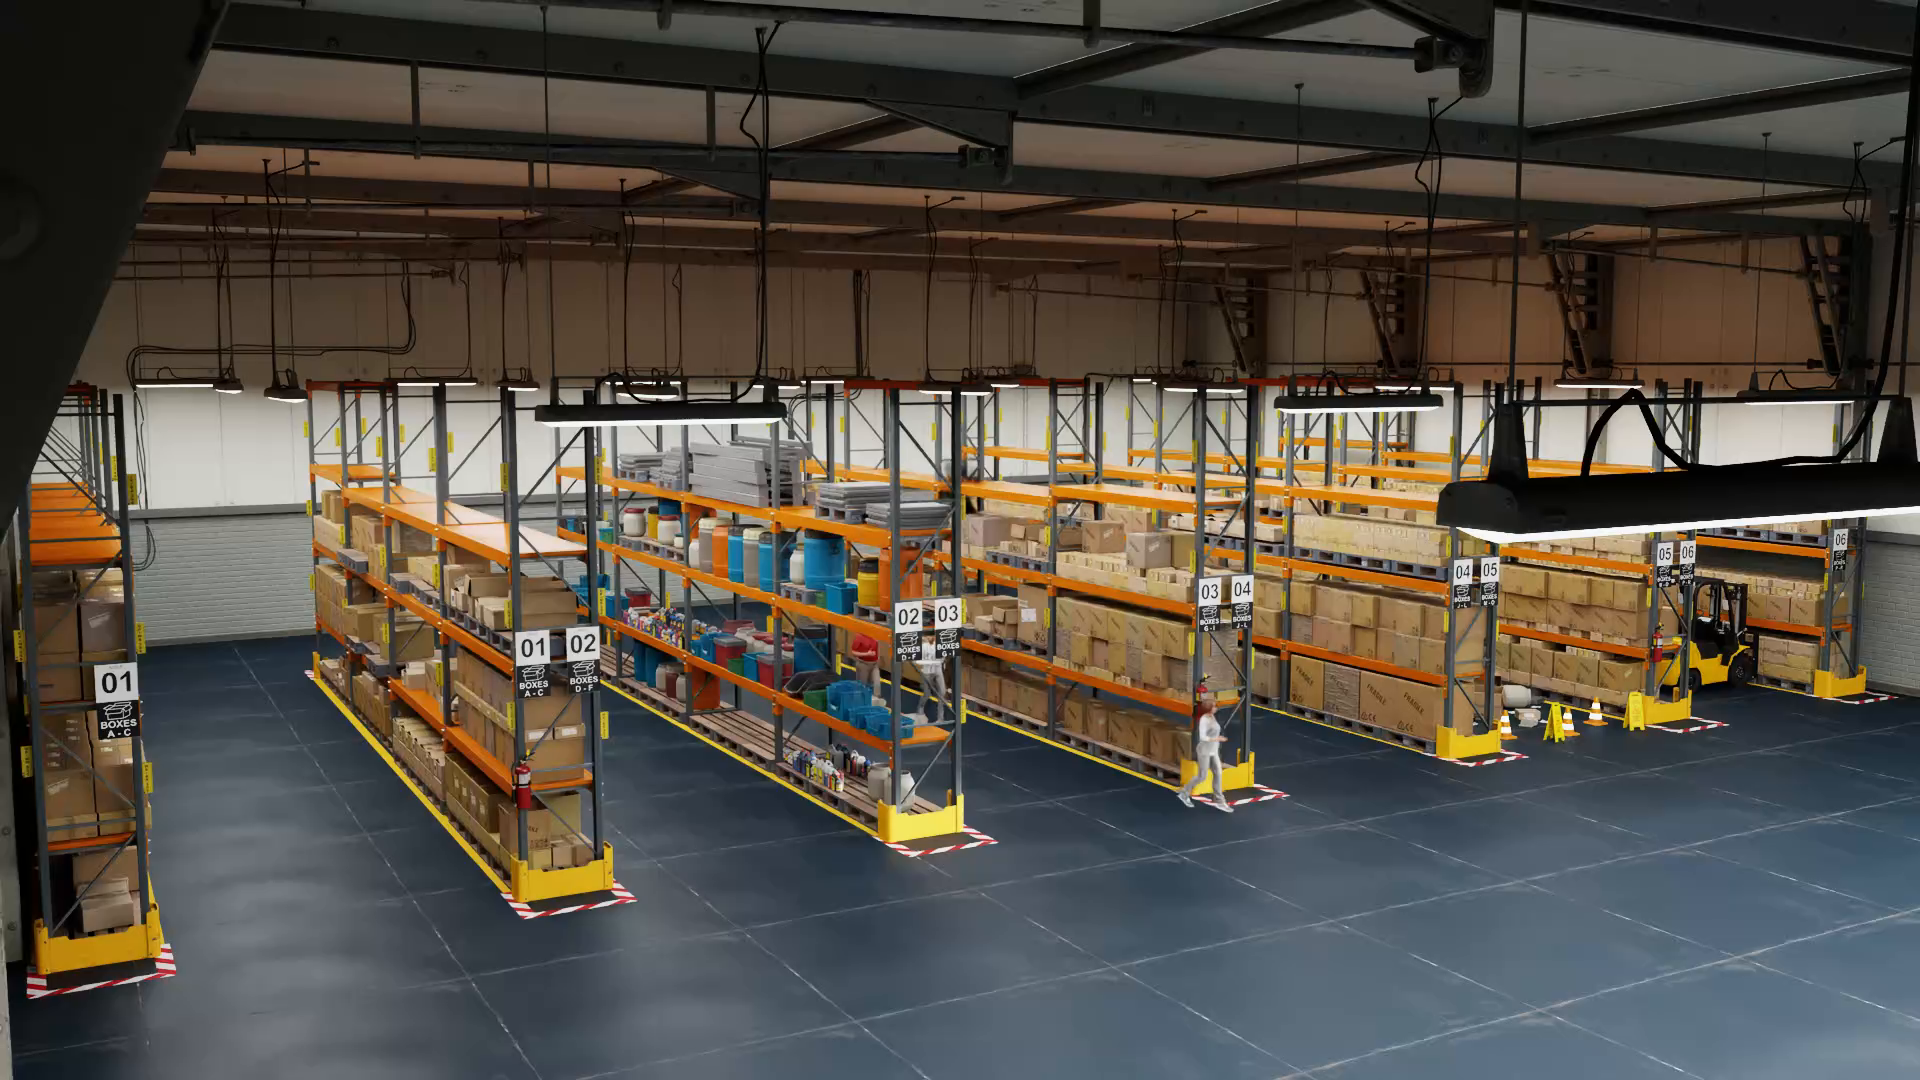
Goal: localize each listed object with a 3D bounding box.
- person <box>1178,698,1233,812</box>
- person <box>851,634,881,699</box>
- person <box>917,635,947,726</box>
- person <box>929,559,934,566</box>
[{"bbox_3d":[3.487,3.020,23.471,0.797,1.601,0.546,3,7,29],"label":"person"},{"bbox_3d":[-1.669,2.293,29.750,0.659,1.737,0.967,-5,8,-41],"label":"person"},{"bbox_3d":[-0.479,2.388,29.353,0.620,1.728,0.819,-3,7,-27],"label":"person"},{"bbox_3d":[-0.657,1.136,41.229,0.582,1.662,0.604,3,7,27],"label":"person"}]
